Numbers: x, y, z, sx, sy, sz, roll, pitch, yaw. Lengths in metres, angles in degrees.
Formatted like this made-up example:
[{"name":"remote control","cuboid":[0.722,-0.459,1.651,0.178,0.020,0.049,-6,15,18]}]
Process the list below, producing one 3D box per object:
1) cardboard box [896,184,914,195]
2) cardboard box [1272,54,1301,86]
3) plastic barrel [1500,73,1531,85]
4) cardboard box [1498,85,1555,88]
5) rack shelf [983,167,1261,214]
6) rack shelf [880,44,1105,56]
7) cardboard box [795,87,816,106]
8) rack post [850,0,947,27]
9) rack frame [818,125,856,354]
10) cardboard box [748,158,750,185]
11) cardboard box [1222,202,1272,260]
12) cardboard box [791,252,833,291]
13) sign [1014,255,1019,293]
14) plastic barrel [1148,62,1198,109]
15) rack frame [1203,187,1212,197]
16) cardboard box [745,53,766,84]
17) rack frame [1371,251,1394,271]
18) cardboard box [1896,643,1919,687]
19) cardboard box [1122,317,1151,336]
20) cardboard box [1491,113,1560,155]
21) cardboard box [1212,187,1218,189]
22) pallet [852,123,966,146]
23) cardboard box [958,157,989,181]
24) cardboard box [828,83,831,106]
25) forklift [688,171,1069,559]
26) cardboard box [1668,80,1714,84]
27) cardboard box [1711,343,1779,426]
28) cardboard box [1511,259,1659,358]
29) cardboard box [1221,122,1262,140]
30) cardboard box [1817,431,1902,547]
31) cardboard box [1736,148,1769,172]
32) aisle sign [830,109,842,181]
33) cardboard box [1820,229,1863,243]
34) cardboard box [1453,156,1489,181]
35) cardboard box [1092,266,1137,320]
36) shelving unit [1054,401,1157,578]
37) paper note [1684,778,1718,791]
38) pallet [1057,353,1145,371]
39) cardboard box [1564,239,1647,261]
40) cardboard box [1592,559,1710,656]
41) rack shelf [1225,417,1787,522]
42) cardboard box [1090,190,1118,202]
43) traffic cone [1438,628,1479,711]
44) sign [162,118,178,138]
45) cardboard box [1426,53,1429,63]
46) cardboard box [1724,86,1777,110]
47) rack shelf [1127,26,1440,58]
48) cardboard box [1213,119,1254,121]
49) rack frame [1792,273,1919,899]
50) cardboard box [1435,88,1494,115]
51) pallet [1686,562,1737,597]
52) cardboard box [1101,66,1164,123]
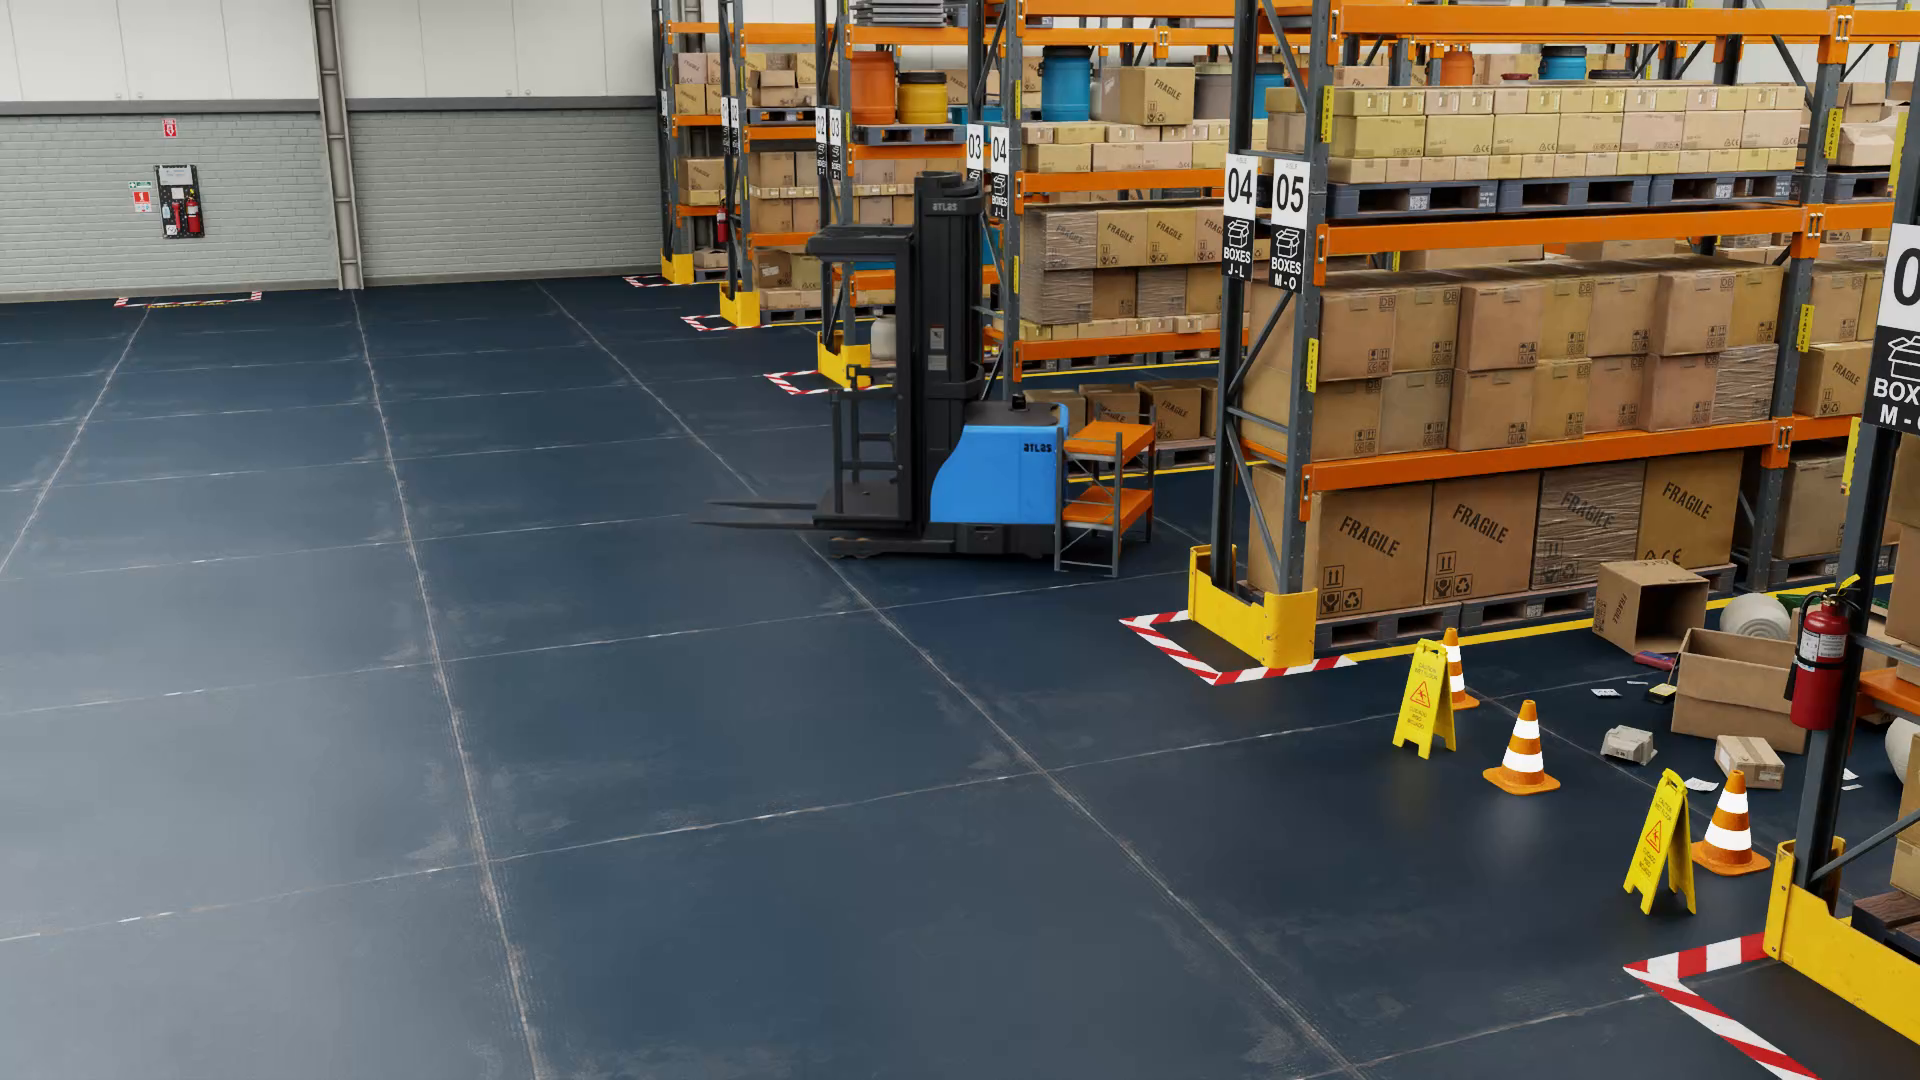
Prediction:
[{"name":"cardboard box","cuboid":[-0.867,-5.246,24.809,0.250,0.149,0.380,-6,17,-18]},{"name":"cardboard box","cuboid":[5.118,-7.562,26.749,0.500,0.500,0.500,-6,17,-20]},{"name":"plastic barrel","cuboid":[7.602,-6.122,22.811,0.433,0.535,0.433,0,16,0]},{"name":"cardboard box","cuboid":[3.836,-3.026,11.363,0.250,0.149,0.380,-6,17,-20]},{"name":"rack shelf","cuboid":[2.170,-3.383,15.749,4.000,0.370,1.077,-6,17,-20]},{"name":"rack shelf","cuboid":[0.588,-8.944,30.070,4.000,0.370,1.077,-6,17,-20]},{"name":"cardboard box","cuboid":[-2.258,-6.516,24.412,0.500,0.250,0.500,-6,17,-20]},{"name":"rack post","cuboid":[-0.718,-6.072,19.192,0.954,0.300,0.937,-4,17,-14]},{"name":"rack frame","cuboid":[-1.470,-3.391,19.821,0.127,3.000,1.000,-6,17,-20]},{"name":"cardboard box","cuboid":[-3.511,-6.362,28.838,0.500,0.500,0.500,-7,18,-22]},{"name":"cardboard box","cuboid":[2.783,-2.943,15.816,0.500,0.500,0.500,-6,17,-20]},{"name":"cardboard box","cuboid":[-2.192,-3.983,24.642,0.500,0.500,0.500,-6,17,-20]},{"name":"sign","cuboid":[0.497,-2.360,14.776,0.005,0.325,0.100,-6,17,-20]},{"name":"plastic barrel","cuboid":[2.663,-5.582,21.071,0.708,0.901,0.600,-6,17,-20]},{"name":"rack frame","cuboid":[4.232,-5.501,27.007,0.127,3.000,1.000,-6,17,-20]},{"name":"cardboard box","cuboid":[-3.607,-8.041,28.345,0.500,0.500,0.500,-6,17,-19]},{"name":"rack frame","cuboid":[4.038,-2.491,16.757,0.127,3.000,1.000,-6,17,-20]},{"name":"cardboard box","cuboid":[4.121,0.546,6.860,0.250,0.149,0.380,-6,17,-18]},{"name":"cardboard box","cuboid":[1.595,-2.029,15.628,0.250,0.149,0.380,-6,17,-20]},{"name":"cardboard box","cuboid":[3.470,-2.616,10.674,0.500,0.250,0.500,-6,18,-21]},{"name":"cardboard box","cuboid":[4.775,-6.871,32.084,0.250,0.149,0.380,-7,18,-22]},{"name":"pallet","cuboid":[-0.662,-4.797,19.622,1.213,0.211,1.003,-6,17,-20]},{"name":"cardboard box","cuboid":[0.085,-5.722,25.279,0.500,0.500,0.700,-6,17,-20]},{"name":"cardboard box","cuboid":[-2.139,-7.734,29.074,0.500,0.500,0.500,-8,18,-25]},{"name":"forklift","cuboid":[-0.647,-1.402,13.171,3.031,2.935,1.130,1,16,4]},{"name":"cardboard box","cuboid":[7.417,-4.507,17.235,0.500,0.500,0.500,-6,17,-19]},{"name":"cardboard box","cuboid":[5.378,-1.207,12.120,0.550,0.550,0.875,-6,17,-20]},{"name":"cardboard box","cuboid":[4.336,-1.633,11.654,0.550,0.550,0.875,-6,17,-20]},{"name":"cardboard box","cuboid":[2.609,-3.807,15.472,0.250,0.149,0.380,-5,17,-17]},{"name":"cardboard box","cuboid":[7.168,-0.480,13.158,0.750,0.750,1.050,-6,17,-20]},{"name":"cardboard box","cuboid":[5.257,-2.598,11.320,0.250,0.149,0.380,-6,17,-19]},{"name":"aisle sign","cuboid":[-1.432,-4.554,19.168,0.004,0.787,0.394,-6,17,-20]},{"name":"cardboard box","cuboid":[9.695,-3.627,18.669,0.637,0.503,0.797,-6,17,-18]},{"name":"cardboard box","cuboid":[3.126,-2.368,10.536,0.250,0.149,0.380,-6,17,-20]},{"name":"cardboard box","cuboid":[1.250,-2.409,15.771,0.500,0.500,0.875,-6,17,-20]},{"name":"shelving unit","cuboid":[1.145,-0.415,13.015,0.538,1.125,1.048,6,17,20]},{"name":"paper note","cuboid":[4.019,1.325,9.031,0.142,0.019,0.148,-14,21,-39]},{"name":"pallet","cuboid":[1.624,-2.399,21.394,1.213,0.211,1.003,-6,17,-20]},{"name":"cardboard box","cuboid":[6.798,-2.996,17.555,0.500,0.500,0.700,-4,17,-12]},{"name":"cardboard box","cuboid":[4.636,0.449,11.178,0.500,0.500,0.500,-3,17,-11]},{"name":"rack shelf","cuboid":[3.851,-0.629,11.693,4.000,0.370,1.077,-6,17,-20]},{"name":"cardboard box","cuboid":[2.179,-5.322,26.222,0.500,0.500,0.500,-6,17,-20]},{"name":"traffic cone","cuboid":[2.987,0.765,10.173,0.334,0.463,0.336,-6,17,-20]},{"name":"sign","cuboid":[-12.638,-6.589,26.599,0.199,0.298,0.001,-6,17,-20]},{"name":"cardboard box","cuboid":[9.340,-9.442,33.115,0.500,0.500,0.500,-6,17,-20]},{"name":"cardboard box","cuboid":[5.255,-2.980,11.208,0.250,0.149,0.380,-6,17,-20]},{"name":"rack shelf","cuboid":[4.133,-6.337,21.194,4.000,0.370,1.077,-6,17,-20]},{"name":"cardboard box","cuboid":[2.645,-3.991,16.101,0.250,0.149,0.380,-7,18,-21]},{"name":"rack frame","cuboid":[3.849,0.520,6.505,0.127,3.000,1.000,-6,17,-20]},{"name":"cardboard box","cuboid":[3.118,-2.749,10.421,0.250,0.149,0.380,-6,17,-19]},{"name":"pallet","cuboid":[4.980,0.218,12.480,1.213,0.211,1.003,-6,17,-20]},{"name":"cardboard box","cuboid":[1.660,-4.180,15.594,0.500,0.500,0.500,-6,17,-20]}]
